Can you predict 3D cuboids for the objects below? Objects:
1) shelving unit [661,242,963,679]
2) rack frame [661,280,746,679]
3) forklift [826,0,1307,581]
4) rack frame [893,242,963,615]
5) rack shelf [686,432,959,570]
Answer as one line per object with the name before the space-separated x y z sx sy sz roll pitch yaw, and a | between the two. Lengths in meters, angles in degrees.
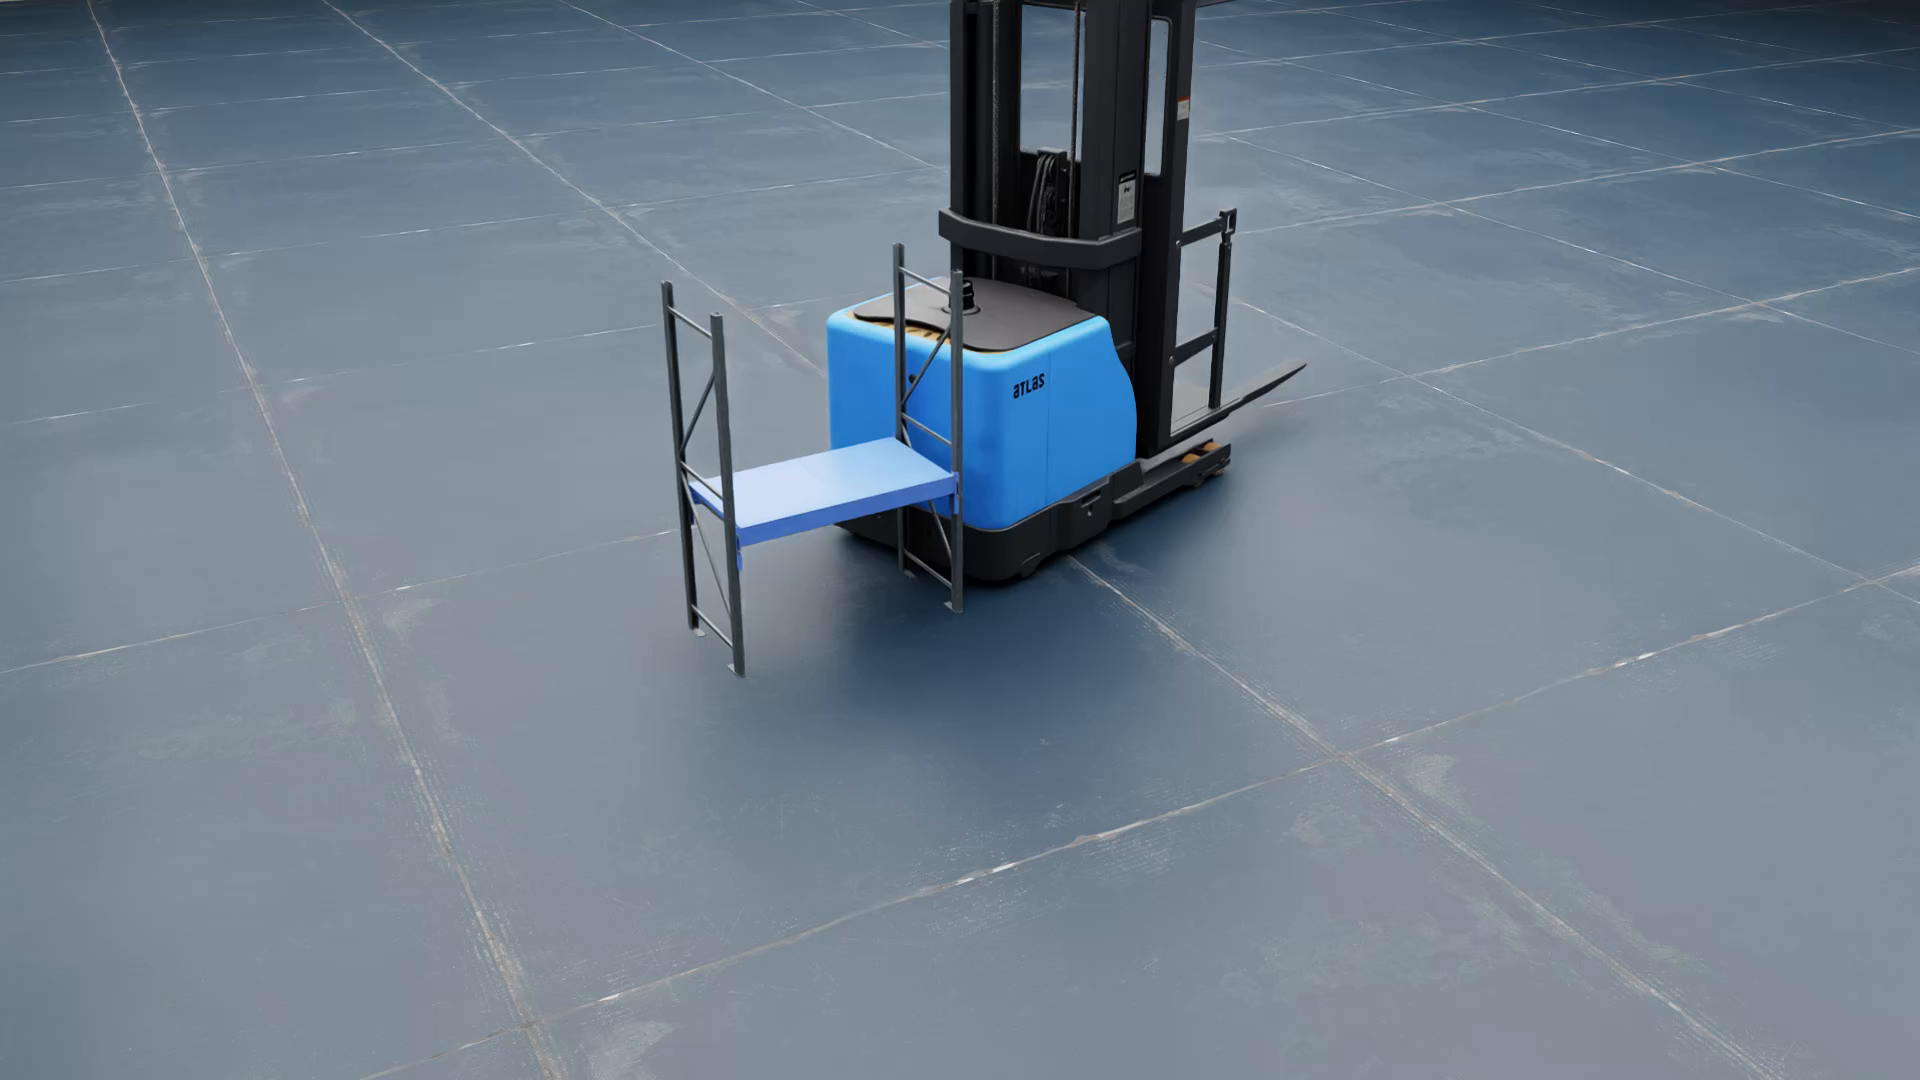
shelving unit | -0.564 -0.336 6.717 1.048 1.500 0.538 -15 29 -28
rack frame | -0.996 -0.220 6.475 0.032 1.500 0.500 -15 29 -28
forklift | 0.721 -1.708 7.920 1.130 2.935 3.031 20 32 35
rack frame | -0.132 -0.452 6.959 0.032 1.500 0.500 -15 29 -28
rack shelf | -0.564 -0.174 6.795 1.000 0.185 0.538 -15 29 -28
